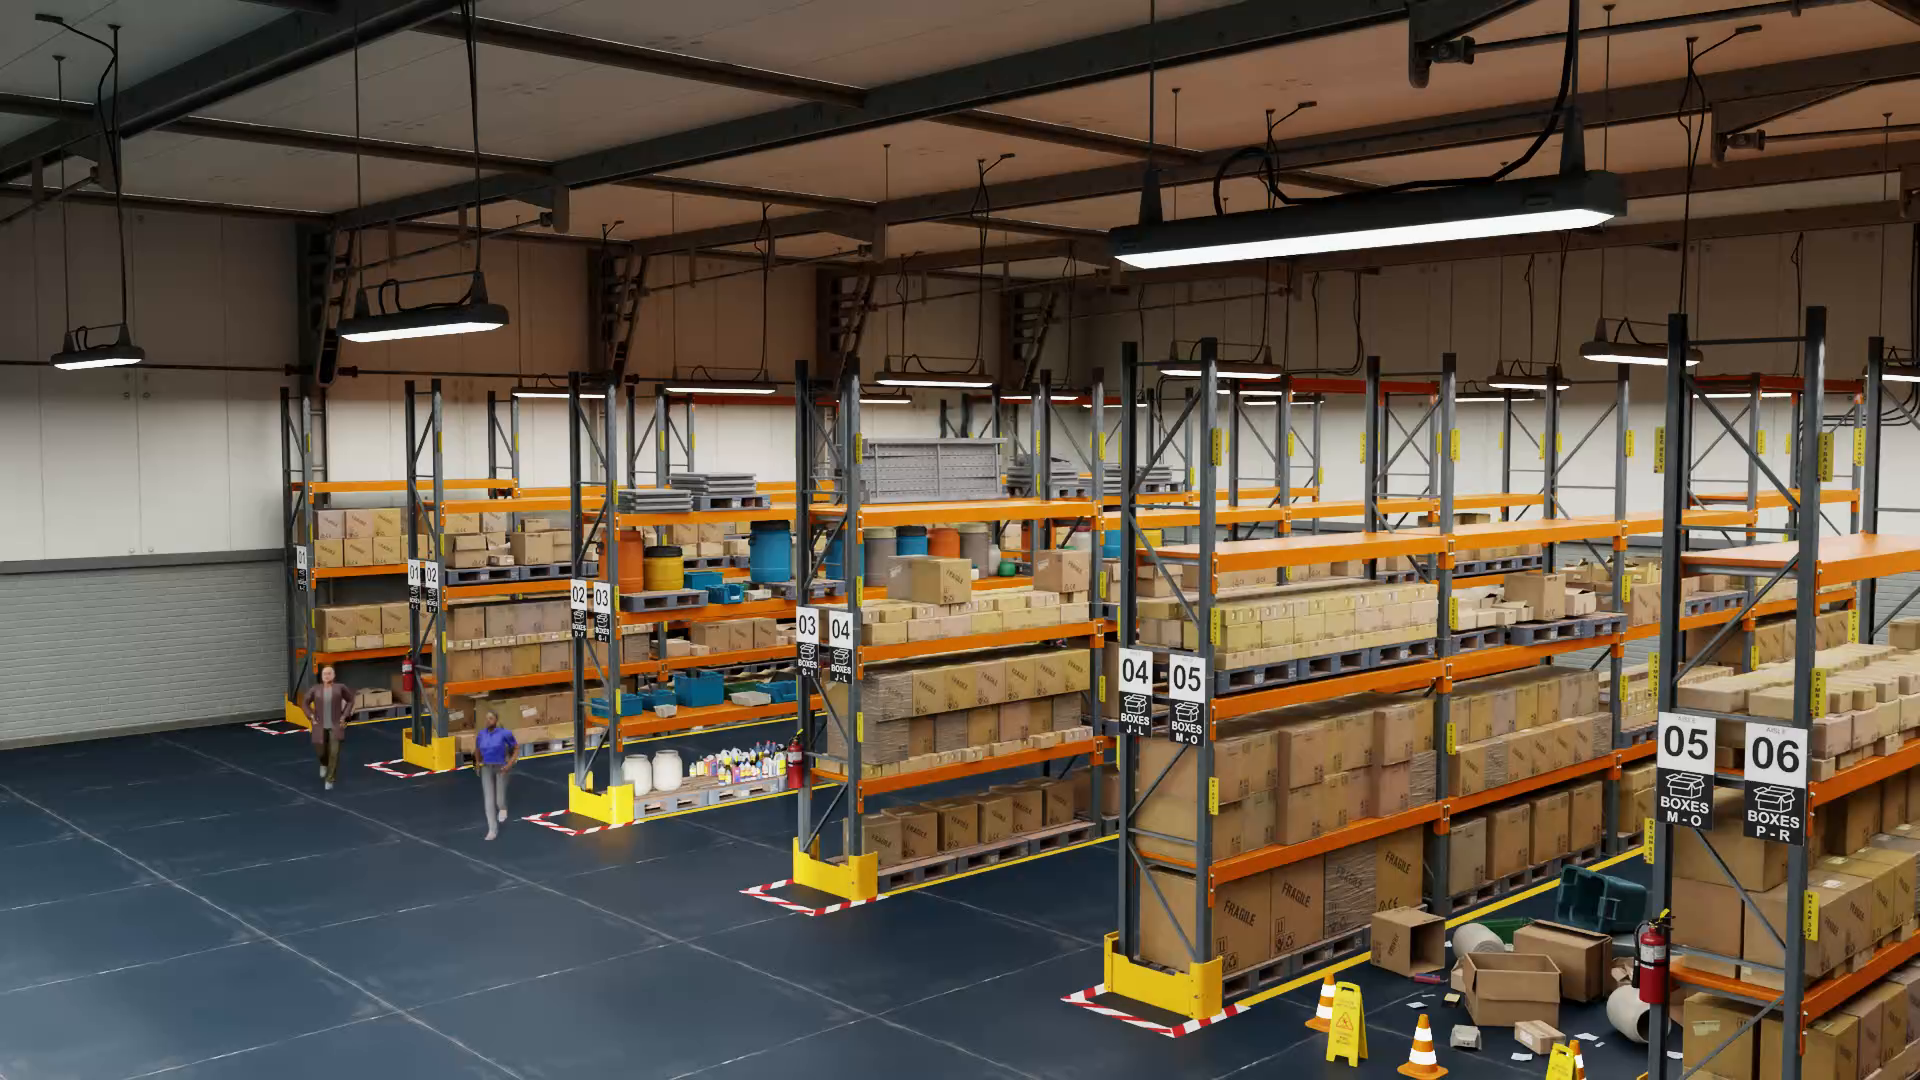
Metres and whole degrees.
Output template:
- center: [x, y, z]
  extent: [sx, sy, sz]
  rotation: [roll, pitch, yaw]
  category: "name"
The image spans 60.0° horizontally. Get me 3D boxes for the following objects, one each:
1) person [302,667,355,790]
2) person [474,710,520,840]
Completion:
- center: [-9.276, 2.740, 24.432]
  extent: [0.728, 1.782, 0.784]
  rotation: [-1, 4, -17]
  category: "person"
- center: [-5.958, 2.996, 21.426]
  extent: [0.589, 1.660, 0.651]
  rotation: [0, 4, 0]
  category: "person"
